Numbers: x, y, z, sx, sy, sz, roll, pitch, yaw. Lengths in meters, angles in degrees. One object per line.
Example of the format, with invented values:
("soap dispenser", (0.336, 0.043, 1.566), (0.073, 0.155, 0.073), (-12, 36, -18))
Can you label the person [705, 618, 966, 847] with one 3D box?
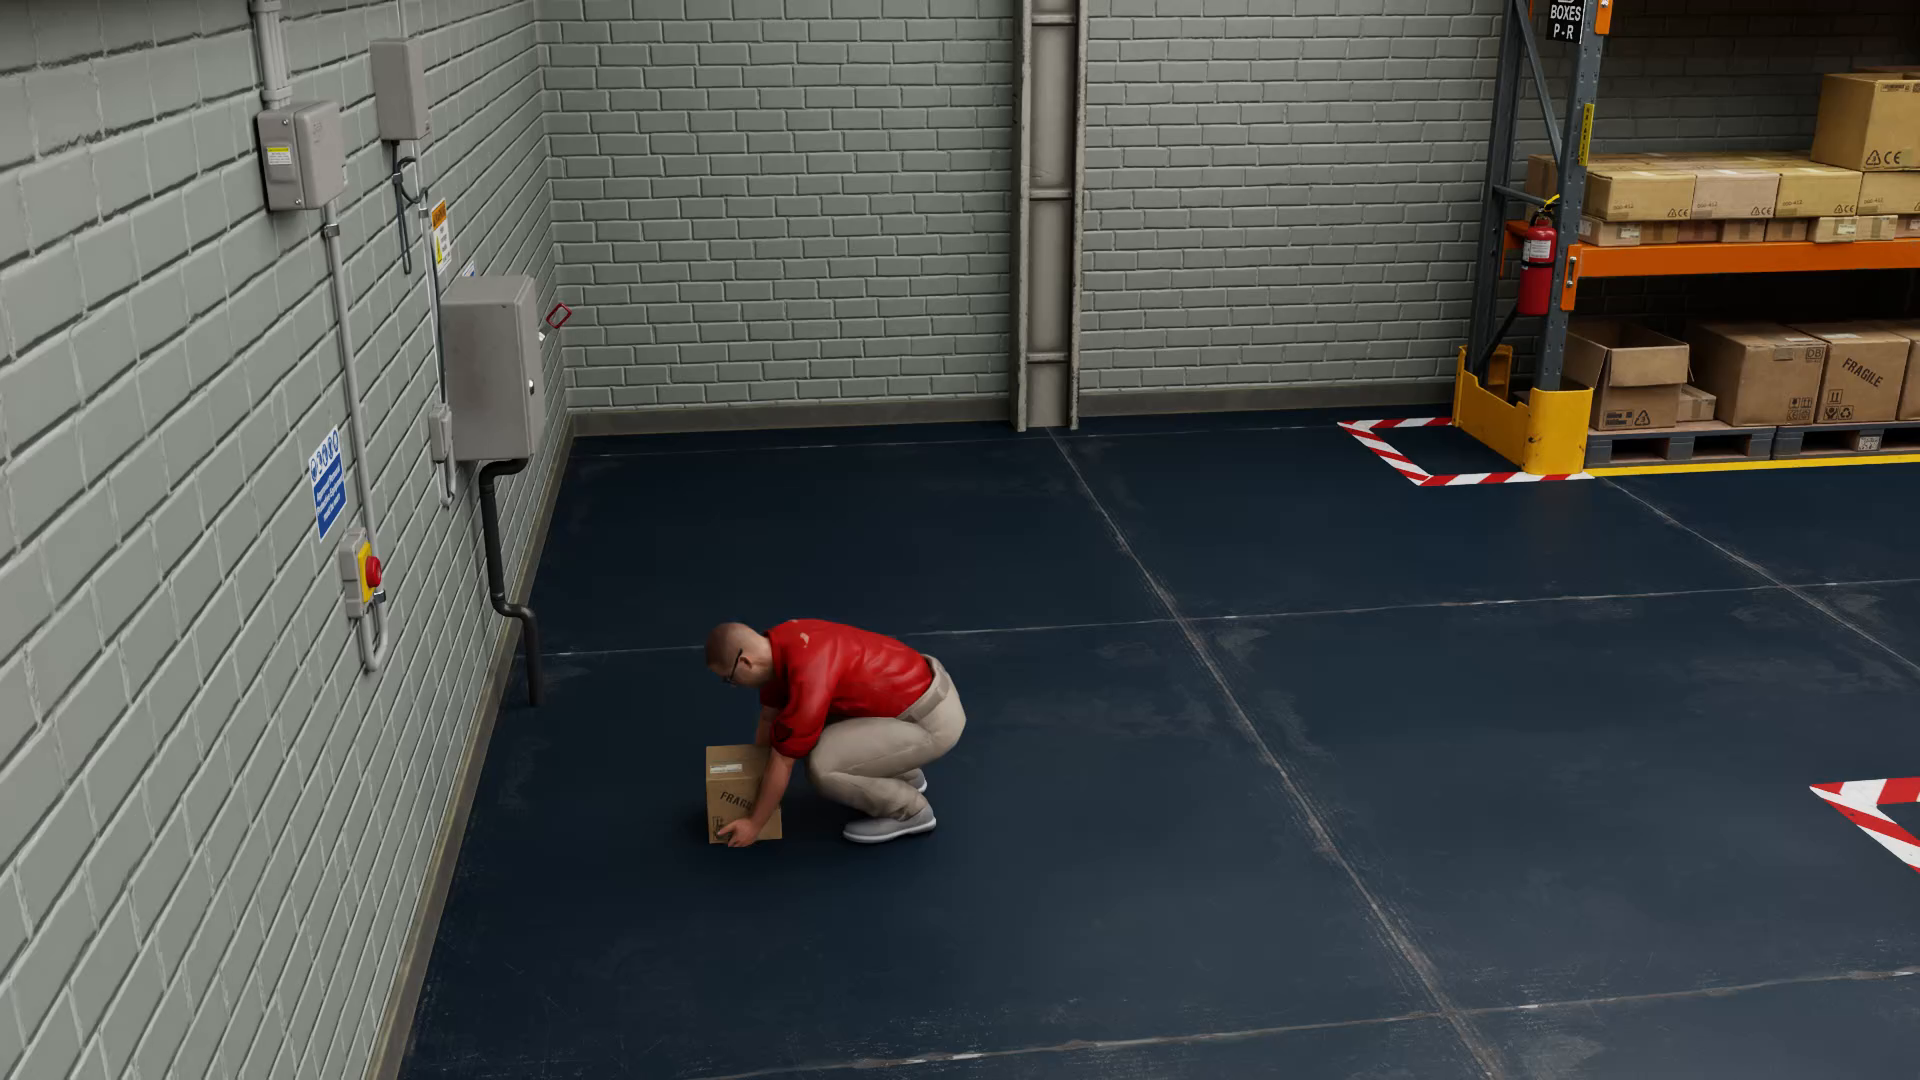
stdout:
("person", (-0.424, 0.663, 5.784), (0.883, 0.810, 0.533), (-3, 20, -8))
